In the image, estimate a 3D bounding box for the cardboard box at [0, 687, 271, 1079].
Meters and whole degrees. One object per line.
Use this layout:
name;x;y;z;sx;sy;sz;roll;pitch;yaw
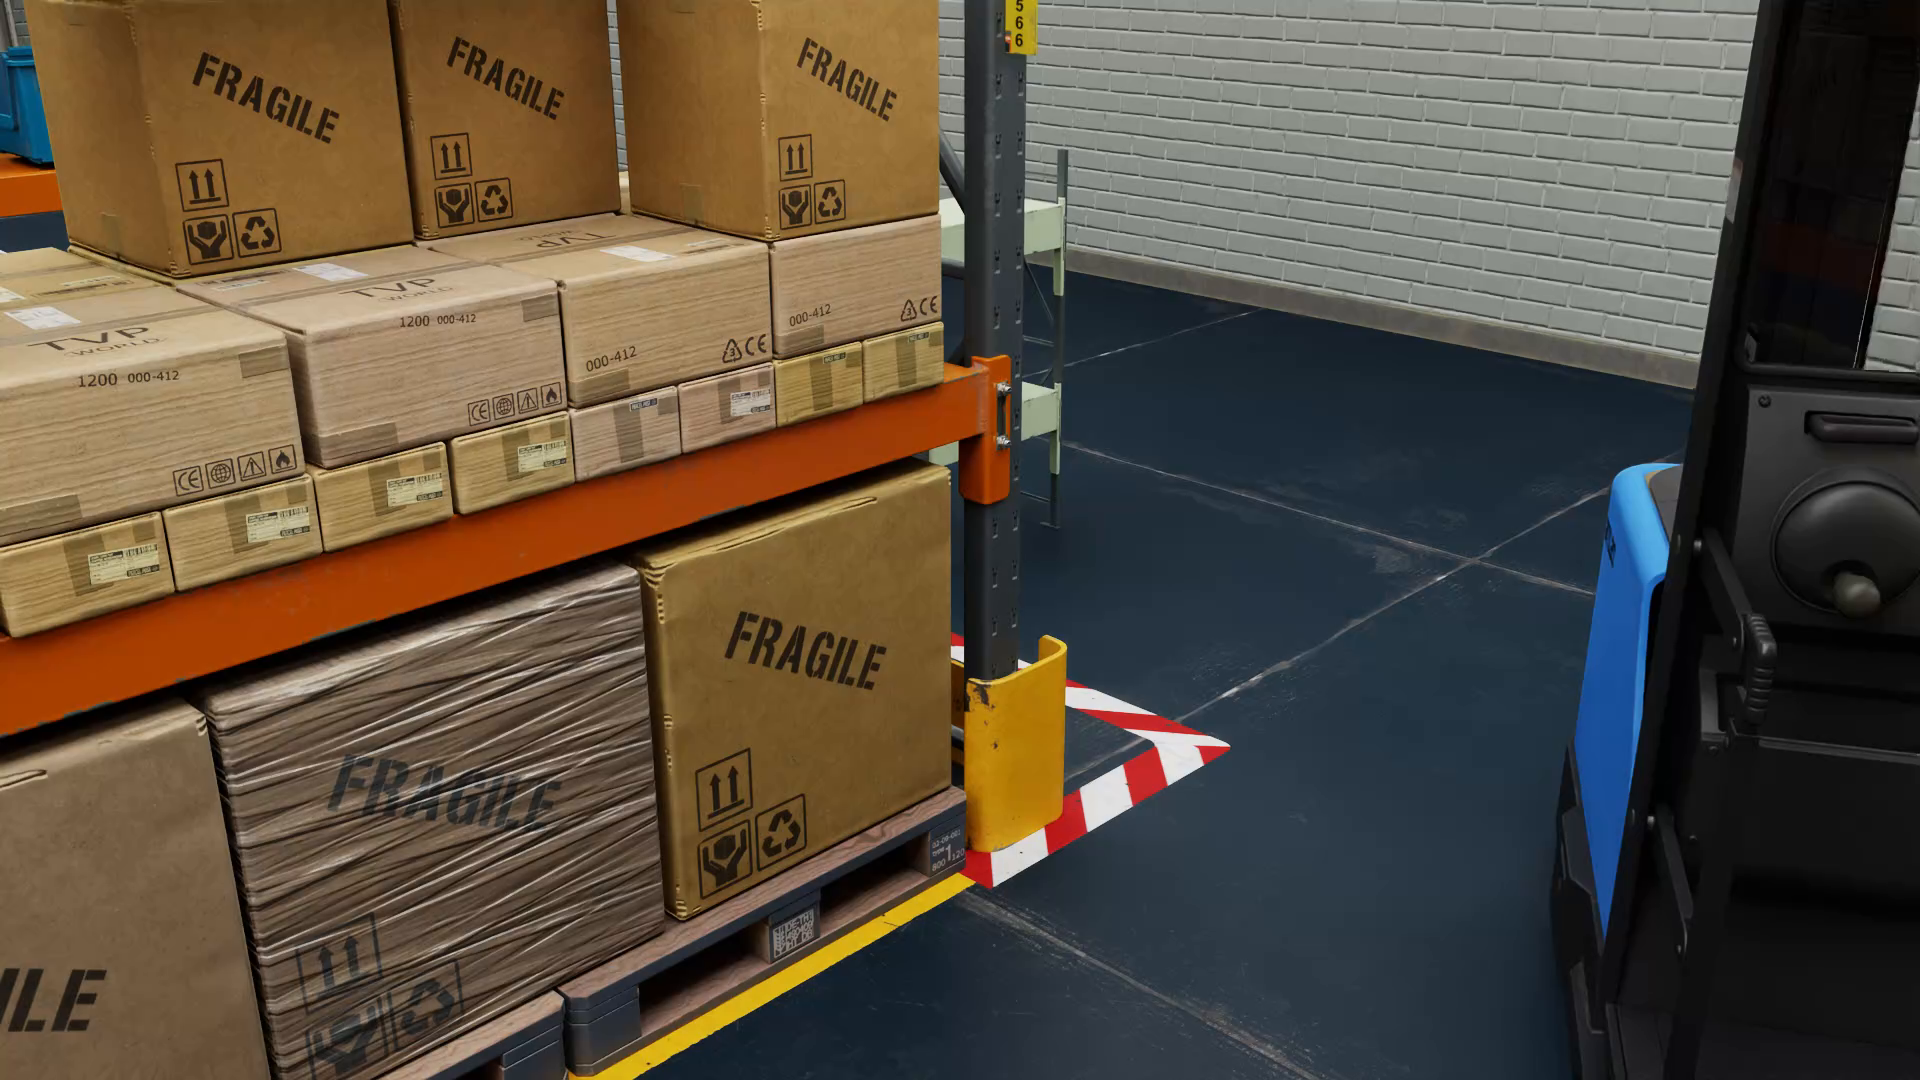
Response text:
cardboard box;-1.888;0.699;2.952;0.875;0.875;0.875;19;28;41

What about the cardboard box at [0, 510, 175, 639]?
cardboard box;-1.503;0.007;2.724;0.380;0.149;0.250;18;28;39

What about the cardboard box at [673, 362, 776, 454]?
cardboard box;-0.613;-0.321;3.579;0.380;0.149;0.250;19;28;41

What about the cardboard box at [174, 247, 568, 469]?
cardboard box;-1.100;-0.361;3.127;0.500;0.250;0.500;18;27;39

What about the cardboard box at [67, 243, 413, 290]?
cardboard box;-1.483;-0.494;3.472;0.500;0.250;0.500;18;27;39

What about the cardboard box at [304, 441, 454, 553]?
cardboard box;-1.148;-0.123;3.064;0.380;0.149;0.250;19;28;41

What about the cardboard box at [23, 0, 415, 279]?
cardboard box;-1.477;-0.844;3.339;0.500;0.500;0.500;18;28;39

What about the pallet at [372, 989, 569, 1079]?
pallet;-1.596;1.095;3.432;1.003;0.211;1.213;19;28;41

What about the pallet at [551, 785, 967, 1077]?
pallet;-0.745;0.783;4.244;1.003;0.211;1.213;19;28;41

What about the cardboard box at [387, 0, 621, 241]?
cardboard box;-1.120;-0.979;3.689;0.500;0.500;0.500;18;28;39

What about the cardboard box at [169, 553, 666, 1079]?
cardboard box;-1.267;0.470;3.547;0.875;0.875;0.875;19;28;41

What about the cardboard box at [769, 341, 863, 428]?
cardboard box;-0.436;-0.386;3.747;0.380;0.149;0.250;20;28;41

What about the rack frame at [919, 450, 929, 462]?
rack frame;-0.260;-0.604;6.056;0.400;1.500;0.023;19;28;41

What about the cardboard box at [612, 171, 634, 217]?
cardboard box;-0.772;-0.757;4.158;0.500;0.250;0.500;18;28;39

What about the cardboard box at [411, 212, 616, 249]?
cardboard box;-1.129;-0.622;3.806;0.500;0.250;0.500;19;28;40

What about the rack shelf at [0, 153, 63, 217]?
rack shelf;-5.187;-1.134;6.346;1.077;0.370;4.000;19;28;41

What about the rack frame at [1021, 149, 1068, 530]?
rack frame;0.251;-0.792;6.546;0.400;1.500;0.023;19;28;41

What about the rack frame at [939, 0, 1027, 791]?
rack frame;-0.243;-0.744;4.330;1.000;3.000;0.127;19;28;41

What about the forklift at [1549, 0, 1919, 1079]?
forklift;1.722;-0.012;2.520;1.130;2.935;3.031;6;22;14

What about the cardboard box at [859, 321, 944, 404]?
cardboard box;-0.256;-0.453;3.922;0.250;0.149;0.380;-20;28;-41

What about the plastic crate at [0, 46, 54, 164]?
plastic crate;-3.892;-1.895;7.192;0.616;0.435;0.499;19;28;41

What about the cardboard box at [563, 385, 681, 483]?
cardboard box;-0.787;-0.257;3.413;0.250;0.149;0.380;-20;28;-41

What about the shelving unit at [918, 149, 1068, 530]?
shelving unit;-0.005;-0.698;6.301;0.431;1.500;0.755;19;28;41

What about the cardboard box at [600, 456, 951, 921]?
cardboard box;-0.632;0.236;4.155;0.875;0.875;0.875;19;28;41

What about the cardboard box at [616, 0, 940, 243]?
cardboard box;-0.395;-0.972;3.672;0.500;0.500;0.500;20;29;41

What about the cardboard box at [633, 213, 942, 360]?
cardboard box;-0.391;-0.622;3.806;0.500;0.250;0.500;19;28;40

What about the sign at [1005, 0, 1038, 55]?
sign;0.136;-1.256;3.717;0.100;0.325;0.005;19;28;41

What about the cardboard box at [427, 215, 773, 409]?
cardboard box;-0.746;-0.492;3.467;0.500;0.250;0.500;19;28;40

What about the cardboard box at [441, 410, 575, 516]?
cardboard box;-0.967;-0.190;3.238;0.380;0.149;0.250;18;28;39

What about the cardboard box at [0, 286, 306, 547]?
cardboard box;-1.461;-0.226;2.776;0.500;0.250;0.500;19;28;41

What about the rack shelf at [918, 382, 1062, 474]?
rack shelf;-0.005;-0.394;6.418;0.431;0.370;0.720;19;28;41

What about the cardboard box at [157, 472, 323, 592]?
cardboard box;-1.322;-0.060;2.900;0.250;0.149;0.380;-19;28;-41

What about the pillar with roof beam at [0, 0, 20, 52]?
pillar with roof beam;-6.542;-7.097;12.495;9.100;9.000;0.400;19;28;41

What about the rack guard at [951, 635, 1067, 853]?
rack guard;-0.227;0.417;4.794;1.175;0.500;0.348;19;28;41

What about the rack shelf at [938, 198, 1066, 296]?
rack shelf;-0.005;-1.063;6.161;0.431;0.370;0.720;19;28;41

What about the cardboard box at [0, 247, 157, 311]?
cardboard box;-1.843;-0.358;3.120;0.500;0.250;0.500;19;28;40

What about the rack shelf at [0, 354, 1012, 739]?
rack shelf;-1.638;0.106;3.121;1.077;0.370;4.000;19;28;41
